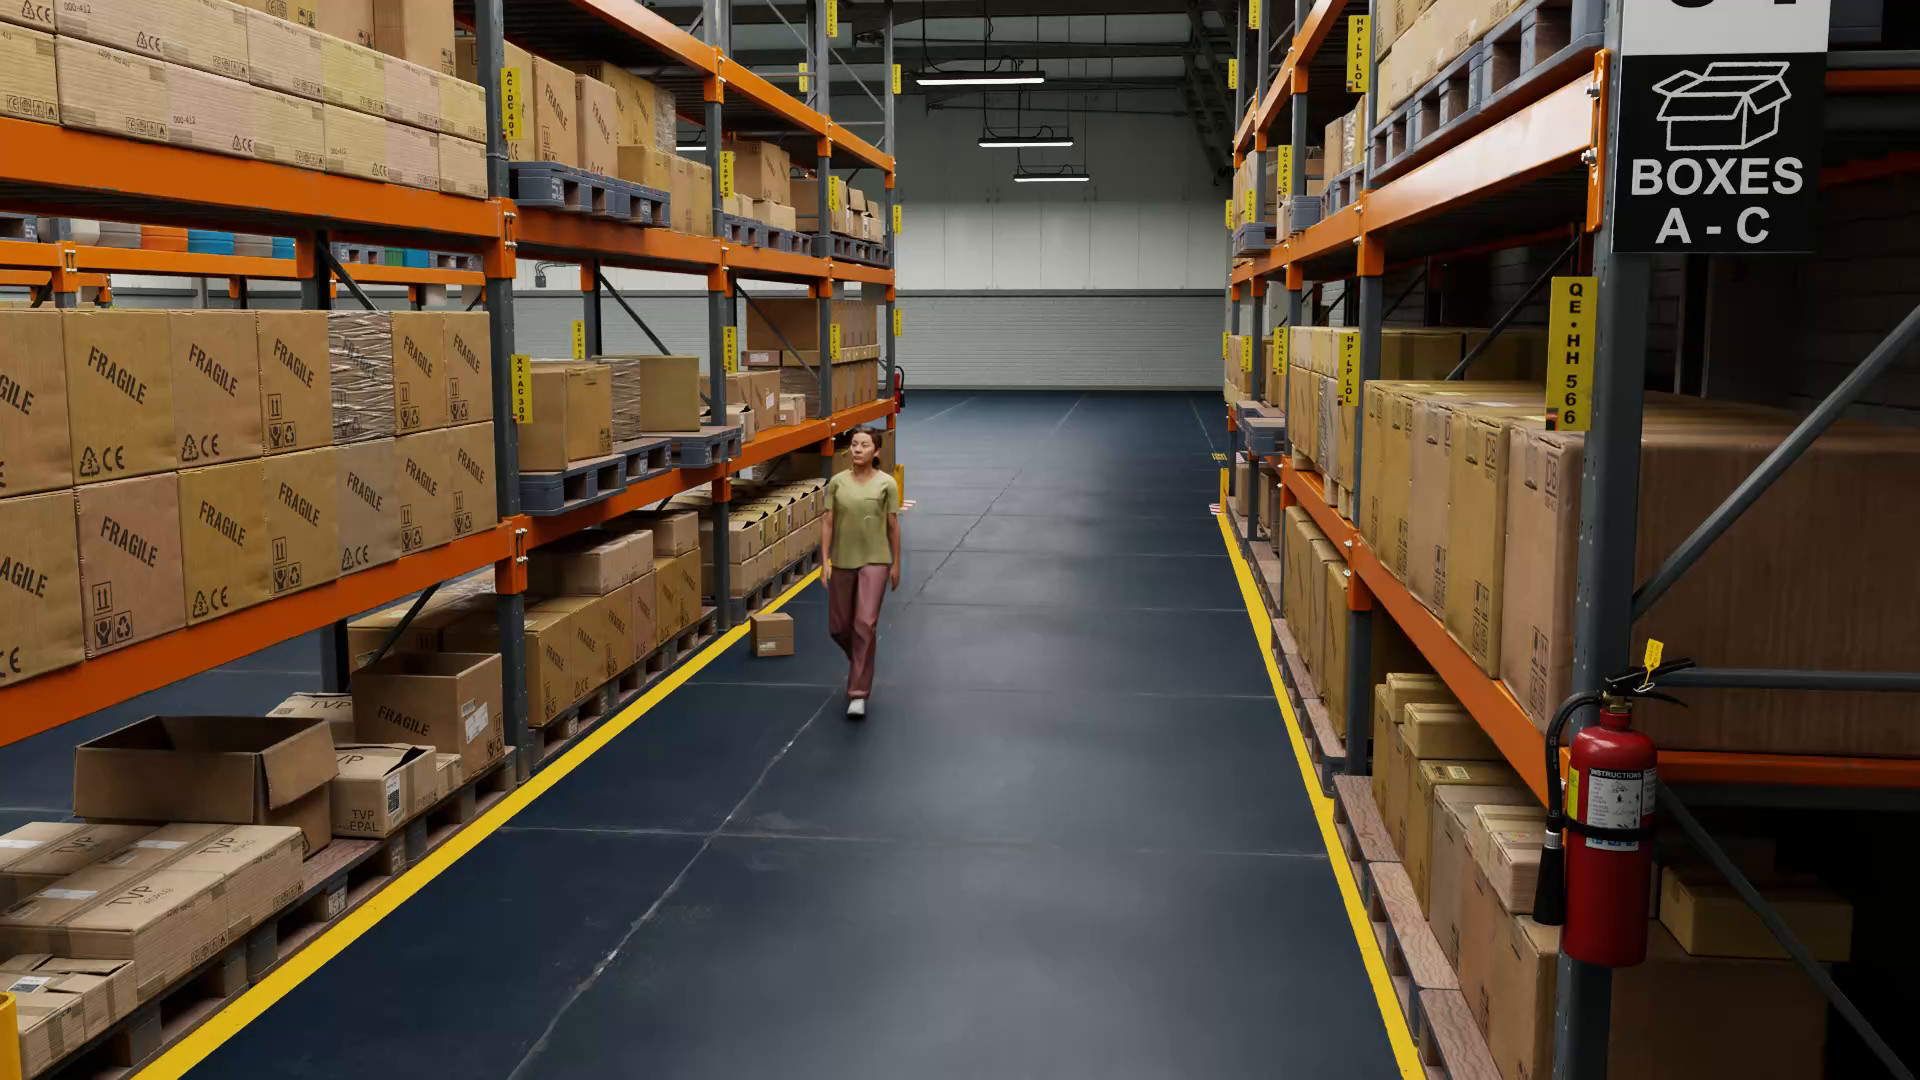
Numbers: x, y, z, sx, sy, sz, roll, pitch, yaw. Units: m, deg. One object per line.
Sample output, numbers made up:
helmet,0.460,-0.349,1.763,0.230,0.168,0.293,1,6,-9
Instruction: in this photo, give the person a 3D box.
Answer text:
person,-0.584,0.146,9.722,0.453,1.627,0.865,1,8,10
